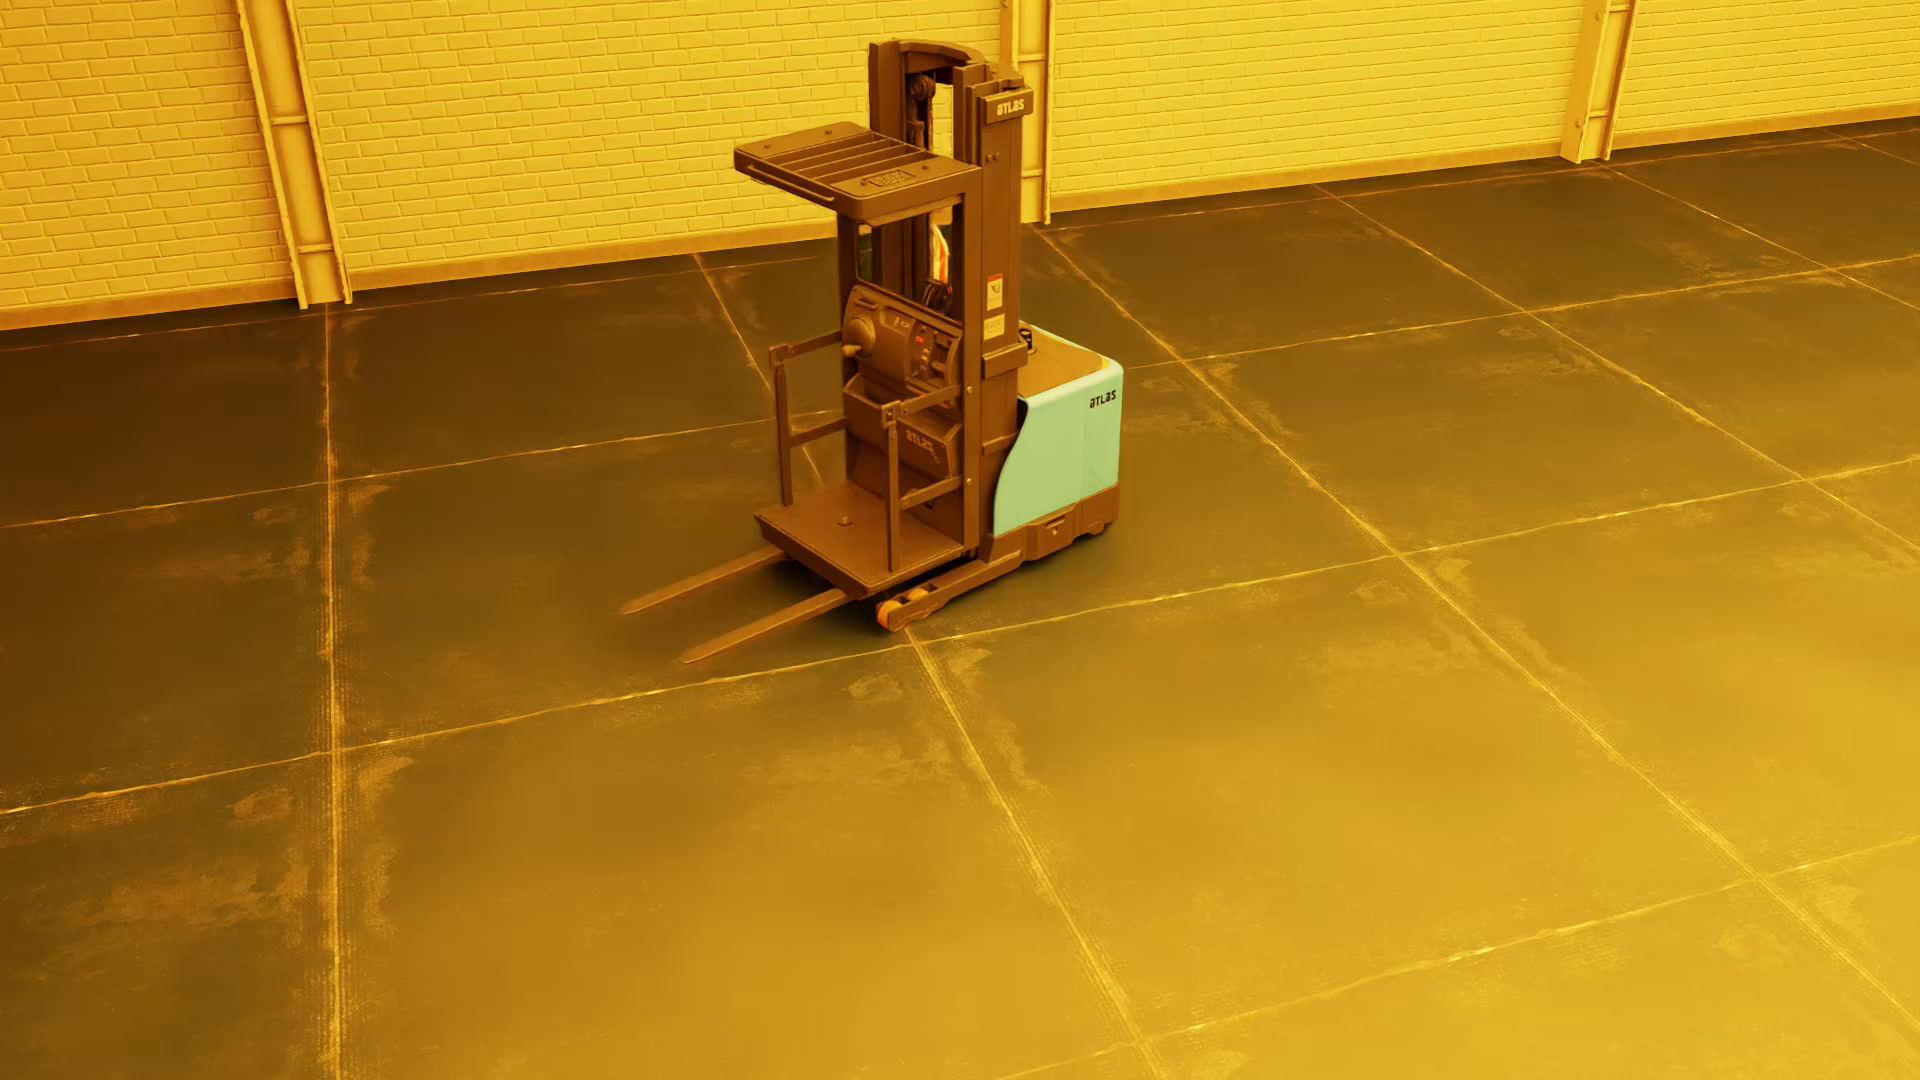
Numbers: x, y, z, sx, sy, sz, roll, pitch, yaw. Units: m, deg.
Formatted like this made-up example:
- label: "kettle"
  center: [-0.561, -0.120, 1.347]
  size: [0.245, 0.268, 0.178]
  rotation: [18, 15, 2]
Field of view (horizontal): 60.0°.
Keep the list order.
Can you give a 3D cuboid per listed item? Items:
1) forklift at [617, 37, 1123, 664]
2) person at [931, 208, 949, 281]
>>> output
- label: "forklift"
  center: [-0.480, -1.064, 8.937]
  size: [3.031, 2.935, 1.130]
  rotation: [-23, 37, -34]
- label: "person"
  center: [-0.116, -1.548, 10.934]
  size: [0.525, 1.785, 0.718]
  rotation: [-5, 30, -9]
